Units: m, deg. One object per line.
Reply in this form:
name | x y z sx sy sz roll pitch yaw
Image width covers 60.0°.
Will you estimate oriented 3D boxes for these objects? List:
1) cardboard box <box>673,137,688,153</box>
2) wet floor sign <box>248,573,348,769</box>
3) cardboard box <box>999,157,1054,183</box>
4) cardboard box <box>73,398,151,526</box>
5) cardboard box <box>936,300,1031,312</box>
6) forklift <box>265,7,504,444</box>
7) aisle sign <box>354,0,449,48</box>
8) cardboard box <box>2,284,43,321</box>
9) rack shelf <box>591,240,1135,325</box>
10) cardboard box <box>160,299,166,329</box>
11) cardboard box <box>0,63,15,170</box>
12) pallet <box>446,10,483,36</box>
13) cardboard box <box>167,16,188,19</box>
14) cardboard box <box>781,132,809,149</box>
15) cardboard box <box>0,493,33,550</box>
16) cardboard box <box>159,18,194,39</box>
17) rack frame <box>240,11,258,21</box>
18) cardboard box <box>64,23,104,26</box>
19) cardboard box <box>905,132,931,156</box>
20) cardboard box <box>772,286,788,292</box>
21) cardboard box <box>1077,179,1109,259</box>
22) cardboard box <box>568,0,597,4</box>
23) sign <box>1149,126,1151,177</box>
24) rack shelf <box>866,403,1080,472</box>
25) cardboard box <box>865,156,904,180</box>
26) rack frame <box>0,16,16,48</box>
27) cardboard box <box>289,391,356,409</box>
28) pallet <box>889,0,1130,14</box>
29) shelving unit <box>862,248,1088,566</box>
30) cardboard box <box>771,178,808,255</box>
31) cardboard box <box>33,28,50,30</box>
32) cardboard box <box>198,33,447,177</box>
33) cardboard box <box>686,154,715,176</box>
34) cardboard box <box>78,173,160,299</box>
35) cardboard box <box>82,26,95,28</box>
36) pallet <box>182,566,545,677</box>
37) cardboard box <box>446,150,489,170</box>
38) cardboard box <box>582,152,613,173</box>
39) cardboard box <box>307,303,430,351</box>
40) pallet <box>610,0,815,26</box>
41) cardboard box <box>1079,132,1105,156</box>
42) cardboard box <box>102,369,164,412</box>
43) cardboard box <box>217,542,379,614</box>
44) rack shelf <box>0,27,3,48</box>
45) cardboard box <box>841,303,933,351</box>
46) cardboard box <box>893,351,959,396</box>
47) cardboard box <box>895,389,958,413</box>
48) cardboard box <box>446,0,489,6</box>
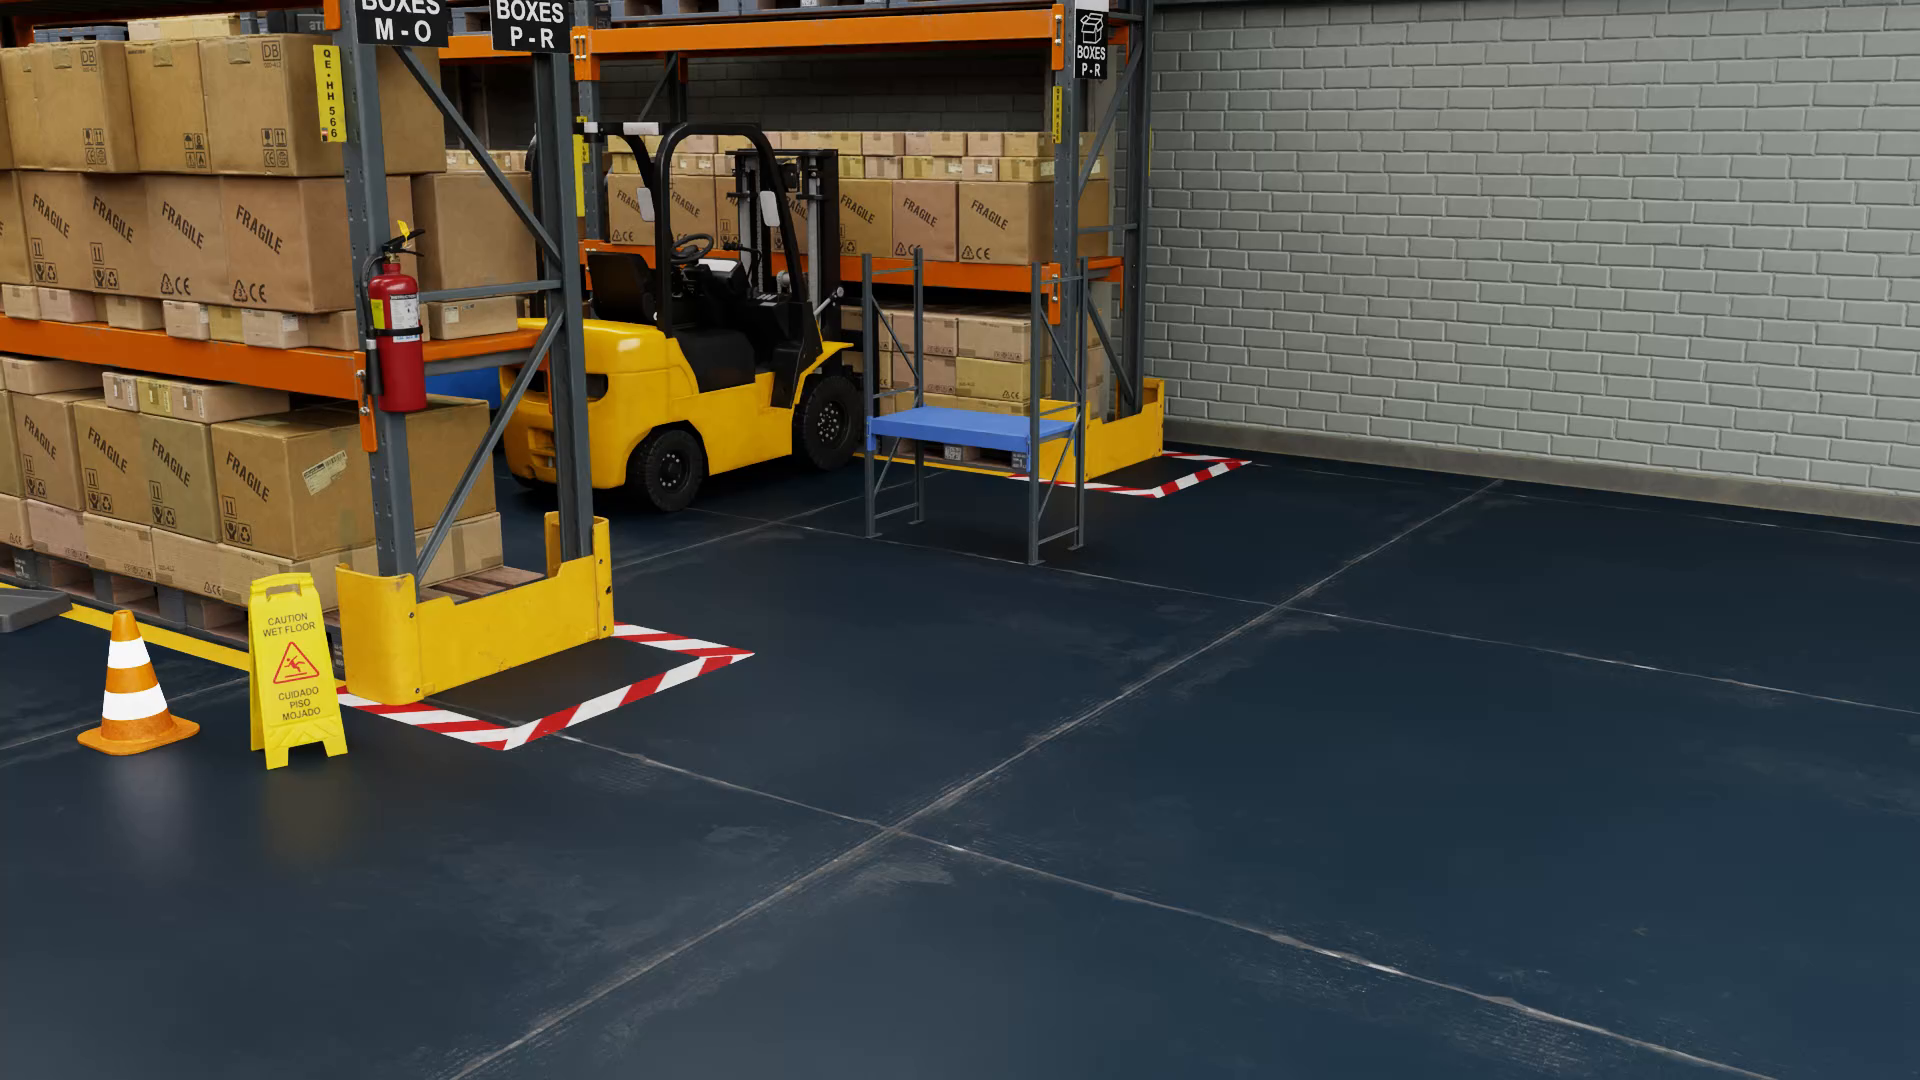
cardboard box | -1.845 -2.836 11.860 0.250 0.149 0.380 9 16 32
wet floor sign | -2.316 0.429 5.748 0.267 0.644 0.232 -10 17 -35
cardboard box | 0.447 -2.297 10.302 0.250 0.149 0.380 9 17 34
cardboard box | -3.536 -0.380 7.403 0.500 0.500 0.500 9 16 32
cardboard box | 0.181 -1.466 11.270 0.500 0.250 0.500 9 17 33
forklift | -4.593 -1.945 10.581 3.031 2.935 1.130 -7 16 -27
aisle sign | -1.987 -2.149 5.850 0.004 0.787 0.394 9 17 33
cardboard box | -4.057 -1.088 7.497 0.250 0.149 0.380 9 17 33
rack shelf | -0.769 -1.862 11.600 4.000 0.370 1.077 9 17 33
cardboard box | -3.144 -0.980 7.061 0.250 0.149 0.380 9 17 34
cardboard box | -4.138 -1.920 7.428 0.500 0.500 0.700 9 16 32
pallet | -4.205 -4.158 13.527 1.213 0.211 1.003 10 17 35
cardboard box | -6.814 -4.696 14.790 0.250 0.149 0.380 9 17 33
cardboard box | -0.999 -2.698 11.305 0.250 0.149 0.380 9 17 33
cardboard box | -4.407 -0.156 8.059 0.500 0.250 0.500 10 17 36
cardboard box | -6.726 -4.487 14.775 0.500 0.250 0.500 9 17 33
rack frame | -5.747 -5.928 14.043 0.127 3.000 1.000 9 17 33
cardboard box | -8.192 -4.883 15.504 0.250 0.149 0.380 9 16 32
cardboard box | -0.143 -2.562 10.752 0.250 0.149 0.380 9 17 33
cardboard box | -1.483 -1.742 12.383 0.500 0.250 0.500 9 16 32
cardboard box | 0.635 -2.113 10.910 0.500 0.500 0.500 10 17 35
cardboard box | -3.023 -4.219 12.822 0.250 0.149 0.380 9 17 33
sign | 1.206 -2.511 10.760 0.005 0.325 0.100 9 17 33
rack shelf | 0.071 -0.542 8.640 1.000 0.185 0.538 9 17 33
cardboard box | -0.410 -2.434 10.856 0.250 0.149 0.380 9 16 31
rack frame | -5.195 -1.489 8.597 0.127 3.000 1.000 9 17 33
cardboard box | -2.848 -0.422 7.571 0.500 0.500 0.500 8 16 31
pallet | 0.319 -3.456 10.484 1.213 0.211 1.003 9 17 33
shelving unit | 0.071 -0.717 8.597 1.048 1.500 0.538 9 17 33
cardboard box | -0.938 -2.210 11.302 0.500 0.500 0.500 9 17 33
cardboard box | -9.041 -5.019 16.056 0.250 0.149 0.380 9 17 34
cardboard box | -2.422 -1.656 6.363 0.500 0.500 0.700 9 16 31
cardboard box | -1.700 -2.636 11.671 0.250 0.149 0.380 10 17 34
cardboard box | -3.307 -1.299 7.003 0.500 0.500 0.500 9 17 33
cardboard box | -8.332 -5.050 16.180 0.250 0.149 0.380 9 16 31
pallet | -2.594 0.275 7.274 1.213 0.211 1.003 9 17 33
cardboard box | -3.912 -3.010 13.181 0.250 0.149 0.380 9 17 33
cardboard box | -2.836 -2.844 12.513 0.250 0.149 0.380 10 17 35
cardboard box | -2.306 -0.838 6.490 0.250 0.149 0.380 10 17 35
pallet | -1.706 -3.783 11.806 1.213 0.211 1.003 9 17 33
cardboard box | 0.731 -2.538 10.658 0.250 0.149 0.380 9 16 32
cardboard box | -3.453 -0.662 7.193 0.250 0.149 0.380 10 17 35
cardboard box | -2.717 0.120 6.944 0.500 0.250 0.500 9 17 33
rack shelf | -6.855 -2.864 9.406 4.000 0.370 1.077 9 17 33
cardboard box | -0.517 -1.430 11.125 0.500 0.250 0.500 9 17 34
cardboard box | -0.098 -1.127 10.942 0.500 0.250 0.500 9 17 32
cardboard box | -0.083 -0.881 10.987 0.500 0.250 0.500 9 17 33
cardboard box | -3.802 -4.296 12.796 0.500 0.311 0.500 9 16 31
